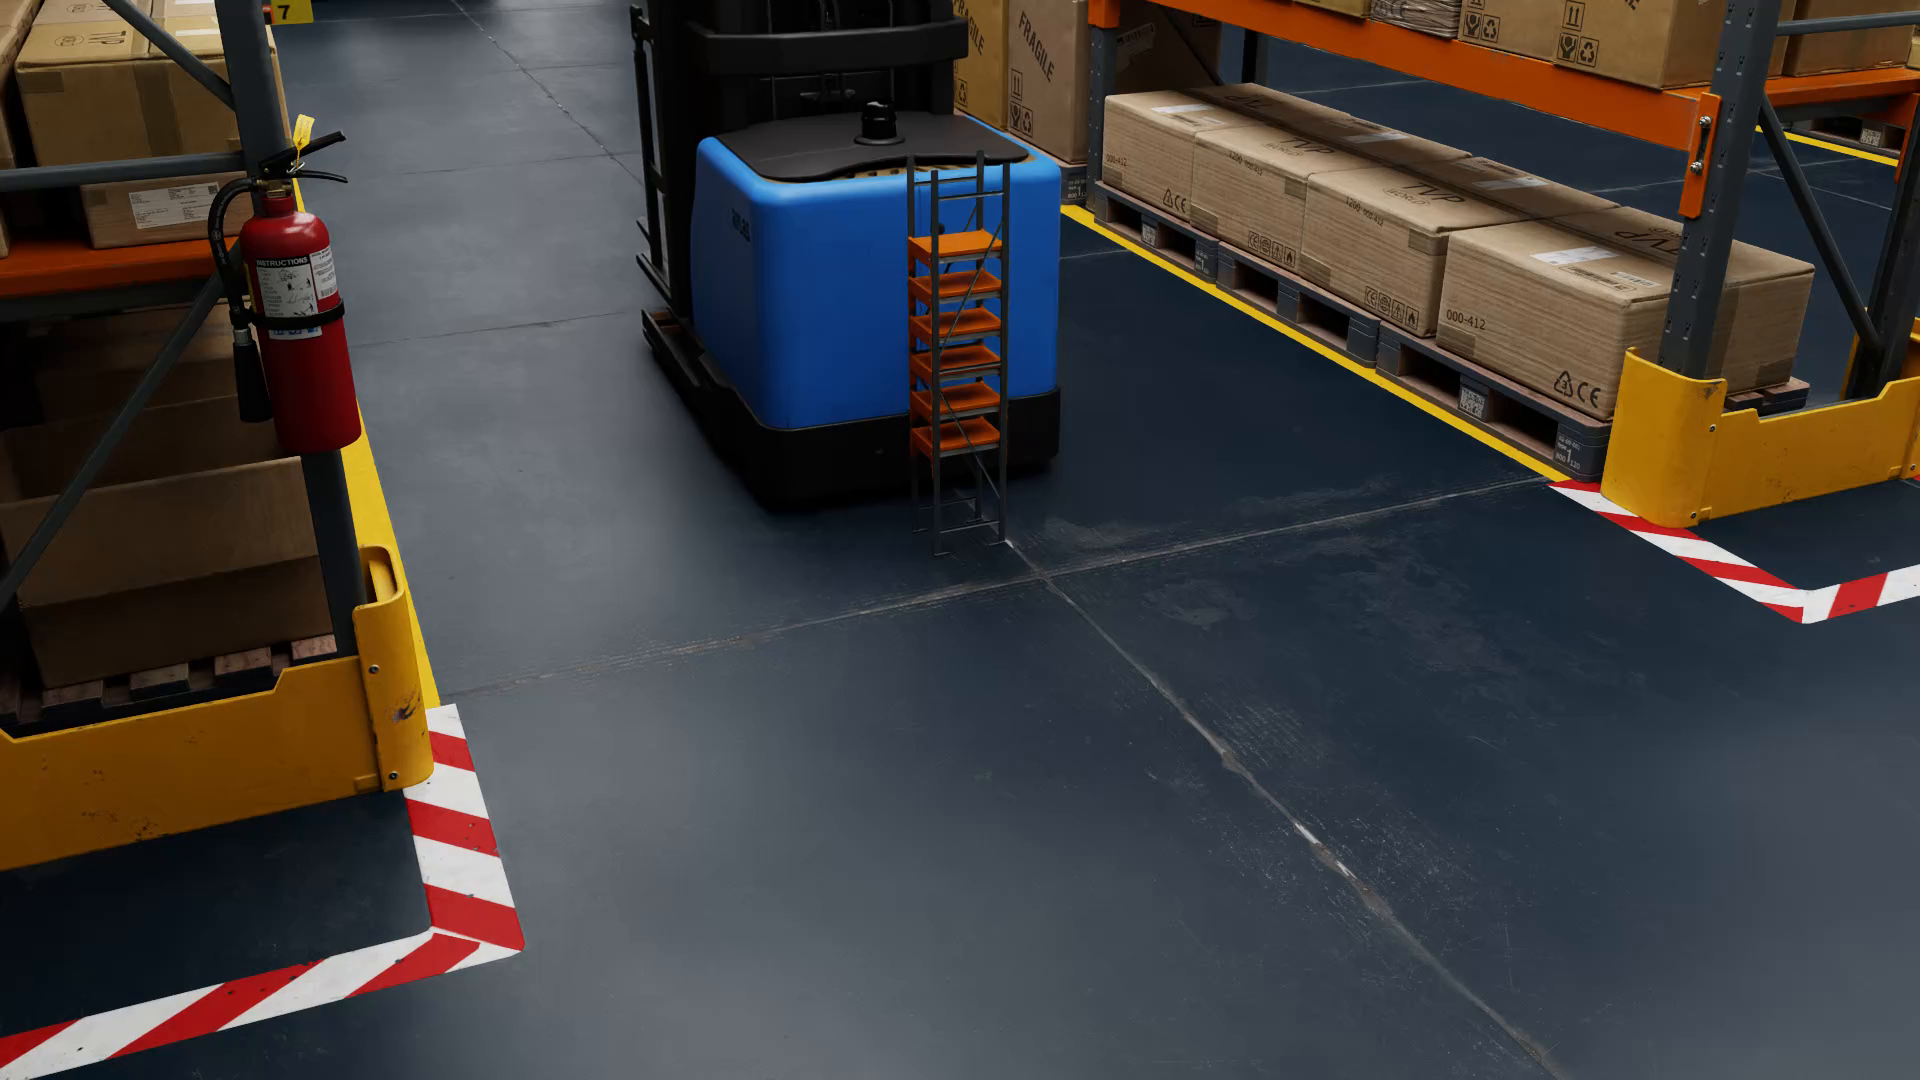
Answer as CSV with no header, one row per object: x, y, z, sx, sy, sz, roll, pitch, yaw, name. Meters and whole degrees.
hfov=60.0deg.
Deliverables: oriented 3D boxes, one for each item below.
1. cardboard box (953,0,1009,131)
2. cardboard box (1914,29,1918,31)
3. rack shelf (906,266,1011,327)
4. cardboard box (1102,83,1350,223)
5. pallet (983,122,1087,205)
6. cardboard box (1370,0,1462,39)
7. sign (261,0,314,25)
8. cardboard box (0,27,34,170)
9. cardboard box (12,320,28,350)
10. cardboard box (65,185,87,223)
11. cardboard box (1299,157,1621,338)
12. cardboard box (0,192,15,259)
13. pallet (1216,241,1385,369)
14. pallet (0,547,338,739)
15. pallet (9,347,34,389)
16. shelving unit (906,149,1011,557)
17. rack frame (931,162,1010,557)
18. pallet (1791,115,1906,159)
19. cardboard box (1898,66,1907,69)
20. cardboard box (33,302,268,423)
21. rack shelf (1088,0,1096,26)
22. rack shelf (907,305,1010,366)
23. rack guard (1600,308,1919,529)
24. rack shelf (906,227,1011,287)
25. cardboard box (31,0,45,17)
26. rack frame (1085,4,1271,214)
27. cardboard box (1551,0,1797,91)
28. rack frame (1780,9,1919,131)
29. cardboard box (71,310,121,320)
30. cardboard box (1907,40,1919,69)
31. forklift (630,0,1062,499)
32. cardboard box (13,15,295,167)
0.474,-3.003,9.924,0.875,0.875,0.875,-10,28,-19,cardboard box
5.610,-3.060,10.192,0.380,0.149,0.250,-9,28,-19,cardboard box
-0.006,-0.721,4.913,0.258,0.103,0.180,-11,28,-21,rack shelf
1.298,-1.934,8.234,0.875,0.438,0.875,-11,28,-21,cardboard box
0.779,-2.214,9.544,1.003,0.211,1.213,-11,28,-21,pallet
1.892,-2.159,6.140,0.500,0.500,0.500,-10,28,-19,cardboard box
-1.349,-1.182,3.265,0.100,0.325,0.005,-11,28,-21,sign
-2.273,-0.906,3.518,0.500,0.250,0.500,-10,28,-19,cardboard box
-3.374,-0.987,6.440,0.500,0.311,0.500,-10,28,-19,cardboard box
-1.867,-0.861,3.881,0.380,0.149,0.250,-10,28,-19,cardboard box
2.001,-1.209,6.748,0.875,0.438,0.875,-10,28,-19,cardboard box
-2.225,-0.674,3.499,0.380,0.149,0.250,-11,28,-21,cardboard box
1.858,-1.102,7.266,1.003,0.211,1.213,-11,28,-21,pallet
-2.191,0.201,4.597,1.003,0.211,1.213,-11,28,-21,pallet
-3.147,-0.784,6.615,1.003,0.211,1.213,-11,28,-21,pallet
-0.006,-0.545,4.999,0.258,1.200,0.189,-11,28,-21,shelving unit
0.030,-0.508,4.923,0.240,1.200,0.006,-11,28,-21,rack frame
5.962,-2.542,10.216,1.003,0.211,1.213,-11,28,-21,pallet
5.695,-2.813,10.025,0.380,0.149,0.250,-10,28,-20,cardboard box
-2.300,-0.380,4.980,0.700,0.500,0.500,-9,28,-18,cardboard box
0.368,-3.653,10.133,1.077,0.370,4.000,-11,28,-21,rack shelf
-0.006,-0.613,4.966,0.258,0.103,0.180,-11,28,-21,rack shelf
2.727,-0.421,5.542,1.175,0.500,0.348,-11,28,-21,rack guard
-0.006,-0.829,4.860,0.258,0.103,0.180,-11,28,-21,rack shelf
-2.663,-1.315,4.356,0.500,0.250,0.500,-10,28,-19,cardboard box
1.151,-3.169,8.321,1.000,3.000,0.127,-11,28,-21,rack frame
2.285,-1.748,5.298,0.500,0.500,0.500,-10,28,-20,cardboard box
5.666,-4.060,10.147,1.000,3.000,0.127,-11,28,-21,rack frame
-2.706,-0.799,5.838,0.700,0.500,0.500,-12,28,-23,cardboard box
5.808,-2.845,9.751,0.380,0.149,0.250,-11,28,-21,cardboard box
-0.662,-2.072,6.153,1.130,2.935,3.031,-10,28,-19,forklift
-1.778,-0.995,3.701,0.500,0.250,0.500,-10,28,-20,cardboard box
